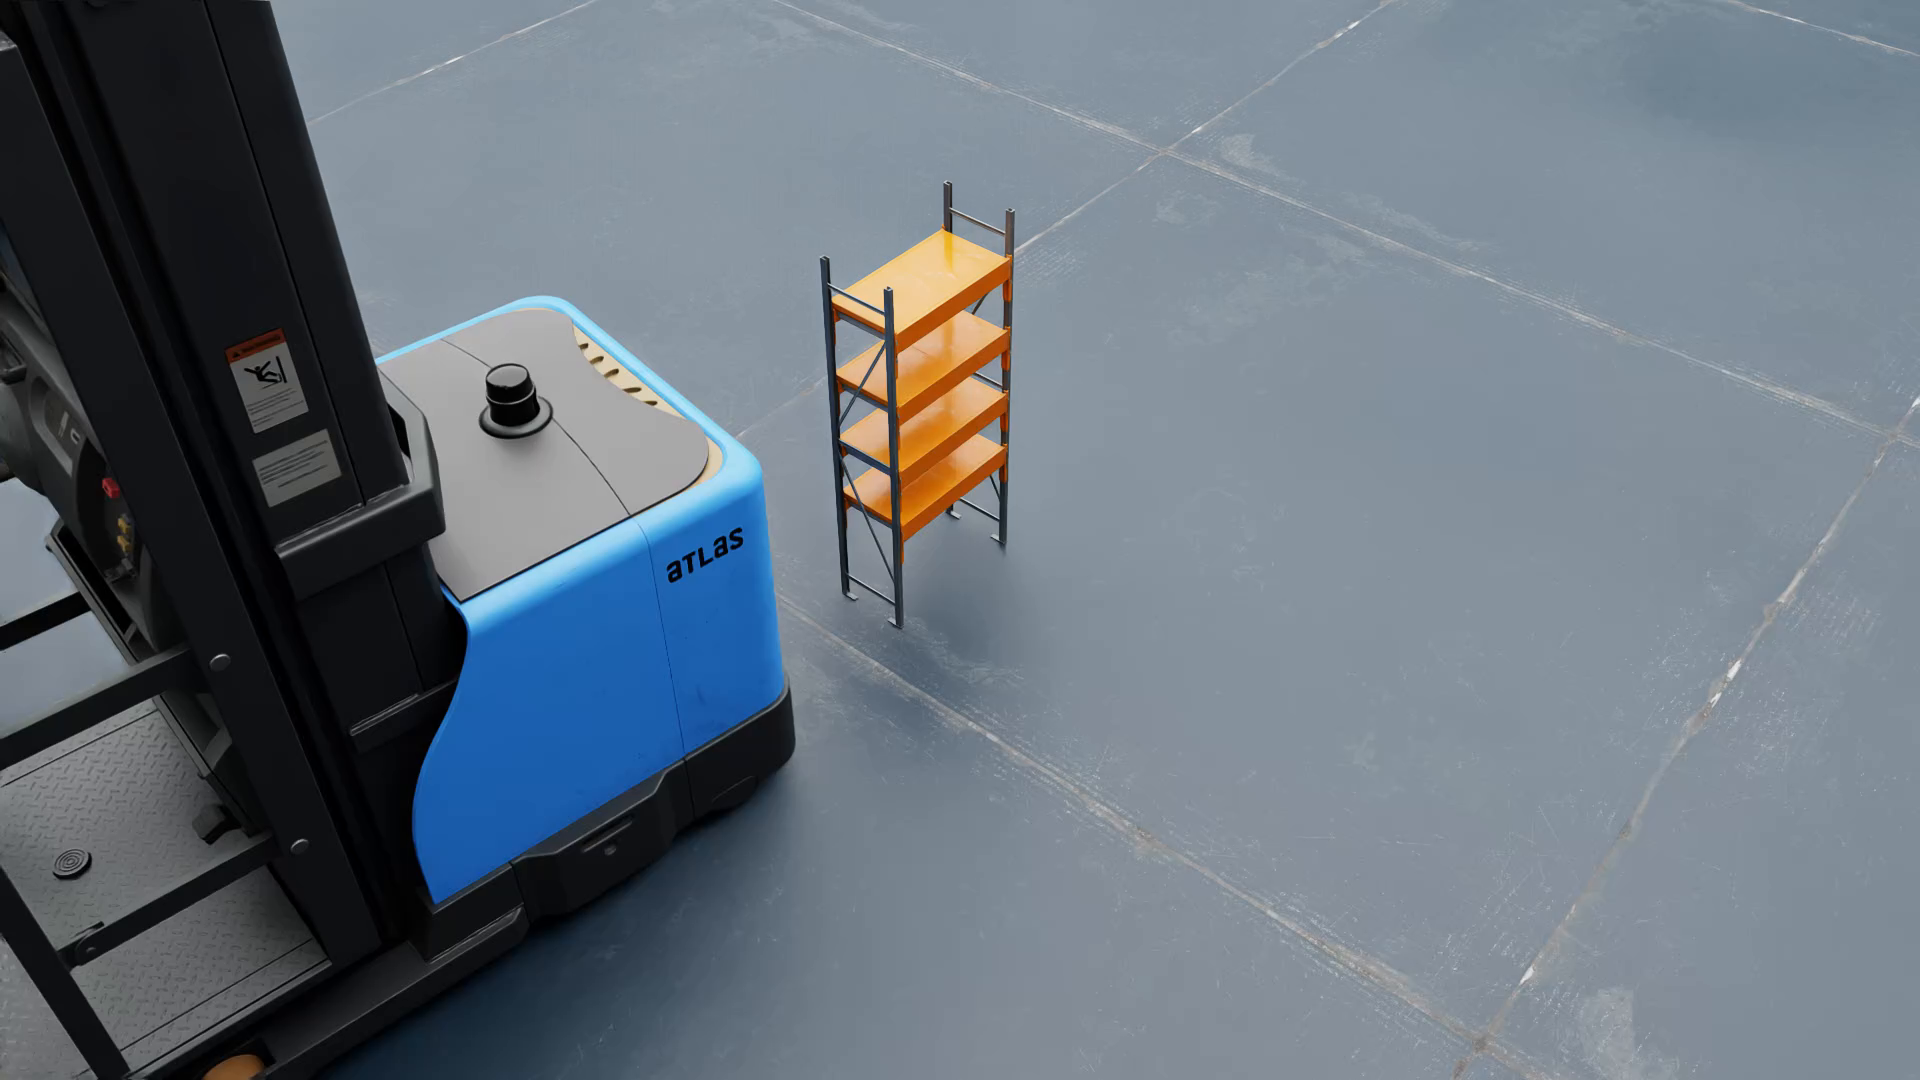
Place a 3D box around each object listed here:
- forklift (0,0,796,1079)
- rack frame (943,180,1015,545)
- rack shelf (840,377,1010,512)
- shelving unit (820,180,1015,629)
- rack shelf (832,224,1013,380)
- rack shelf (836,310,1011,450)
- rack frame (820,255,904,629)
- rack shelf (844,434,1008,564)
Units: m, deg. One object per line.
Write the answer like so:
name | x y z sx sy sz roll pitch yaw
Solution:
forklift | -1.894 -0.069 3.147 3.031 2.935 1.130 -30 50 -29
rack frame | 0.051 -0.484 4.891 0.240 1.200 0.015 29 50 28
rack shelf | -0.107 -0.309 4.798 0.258 0.148 0.480 29 50 28
shelving unit | -0.107 -0.359 4.753 0.258 1.200 0.503 29 50 28
rack shelf | -0.107 -0.649 4.488 0.258 0.148 0.480 29 50 28
rack shelf | -0.107 -0.474 4.647 0.258 0.148 0.480 29 50 28
rack frame | -0.264 -0.233 4.614 0.240 1.200 0.015 29 50 28
rack shelf | -0.107 -0.162 4.931 0.258 0.148 0.480 29 50 28
